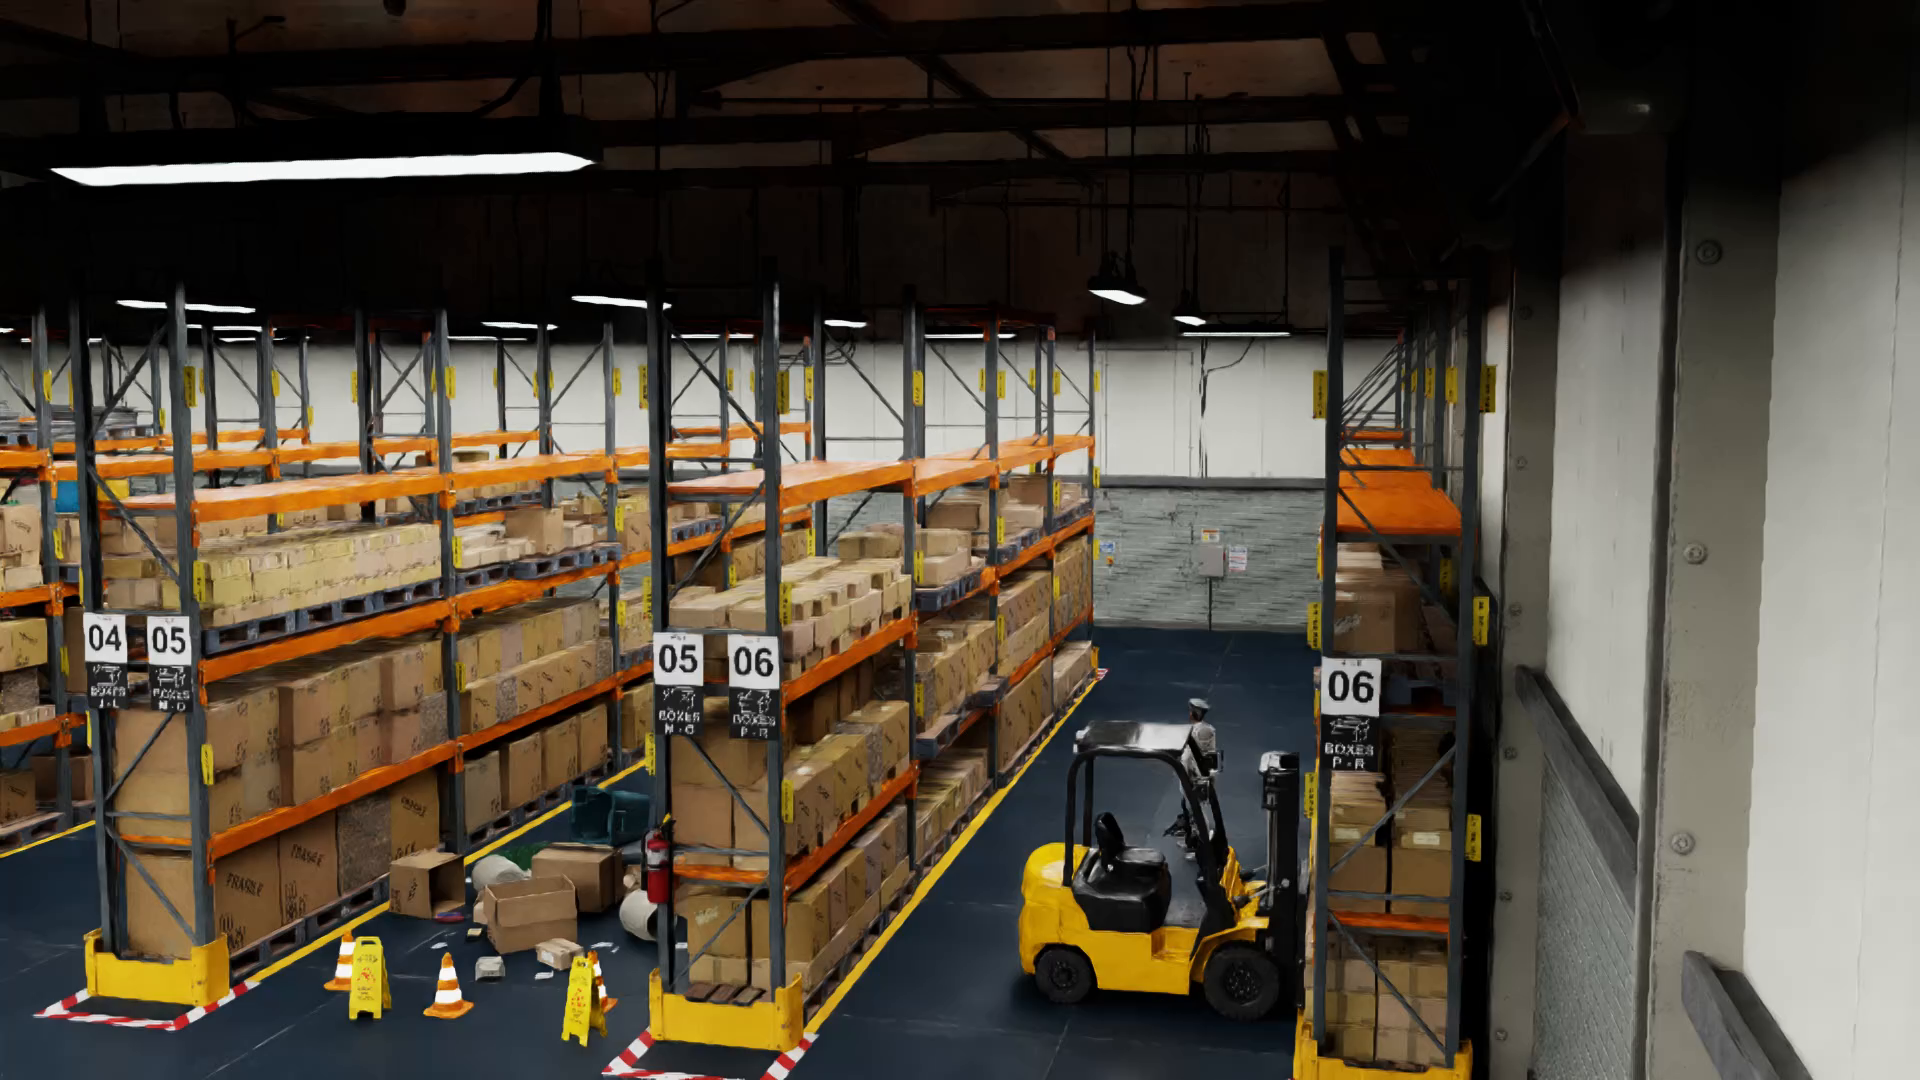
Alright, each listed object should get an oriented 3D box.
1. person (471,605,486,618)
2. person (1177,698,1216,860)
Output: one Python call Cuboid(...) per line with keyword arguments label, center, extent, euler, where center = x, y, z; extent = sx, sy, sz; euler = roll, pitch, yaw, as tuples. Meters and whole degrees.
Cuboid(label="person", center=(-7.400, 1.752, 25.445), extent=(0.455, 1.677, 0.525), euler=(5, 8, 43))
Cuboid(label="person", center=(2.520, 2.532, 17.790), extent=(0.540, 1.654, 0.582), euler=(5, 7, 39))
